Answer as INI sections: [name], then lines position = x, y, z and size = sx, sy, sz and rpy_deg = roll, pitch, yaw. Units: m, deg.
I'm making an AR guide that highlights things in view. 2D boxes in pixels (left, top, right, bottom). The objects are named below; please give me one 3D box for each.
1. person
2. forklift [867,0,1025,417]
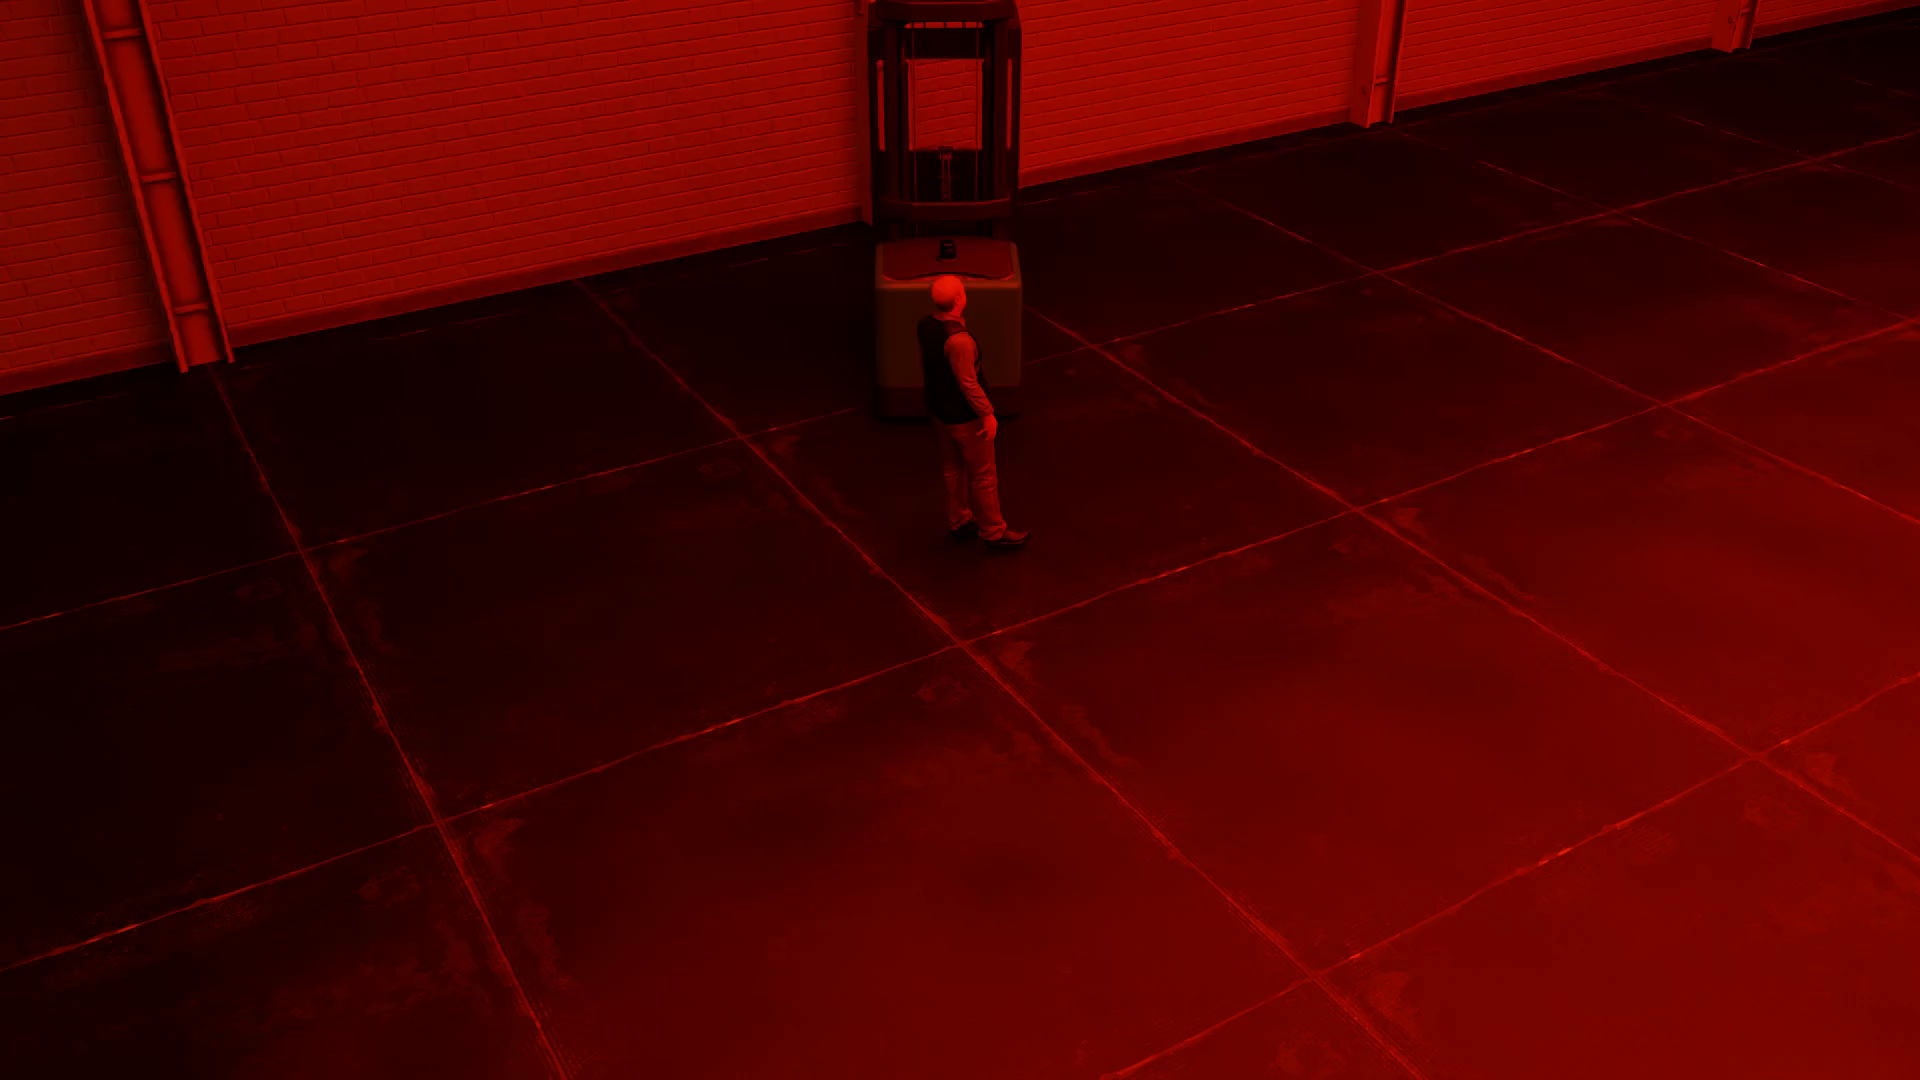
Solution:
[person]
position = 0.057, -0.792, 10.055
size = 0.568, 1.720, 0.631
rpy_deg = -17, 35, -26
[forklift]
position = -0.117, -2.852, 12.410
size = 1.130, 2.935, 3.031
rpy_deg = -1, 31, -1
